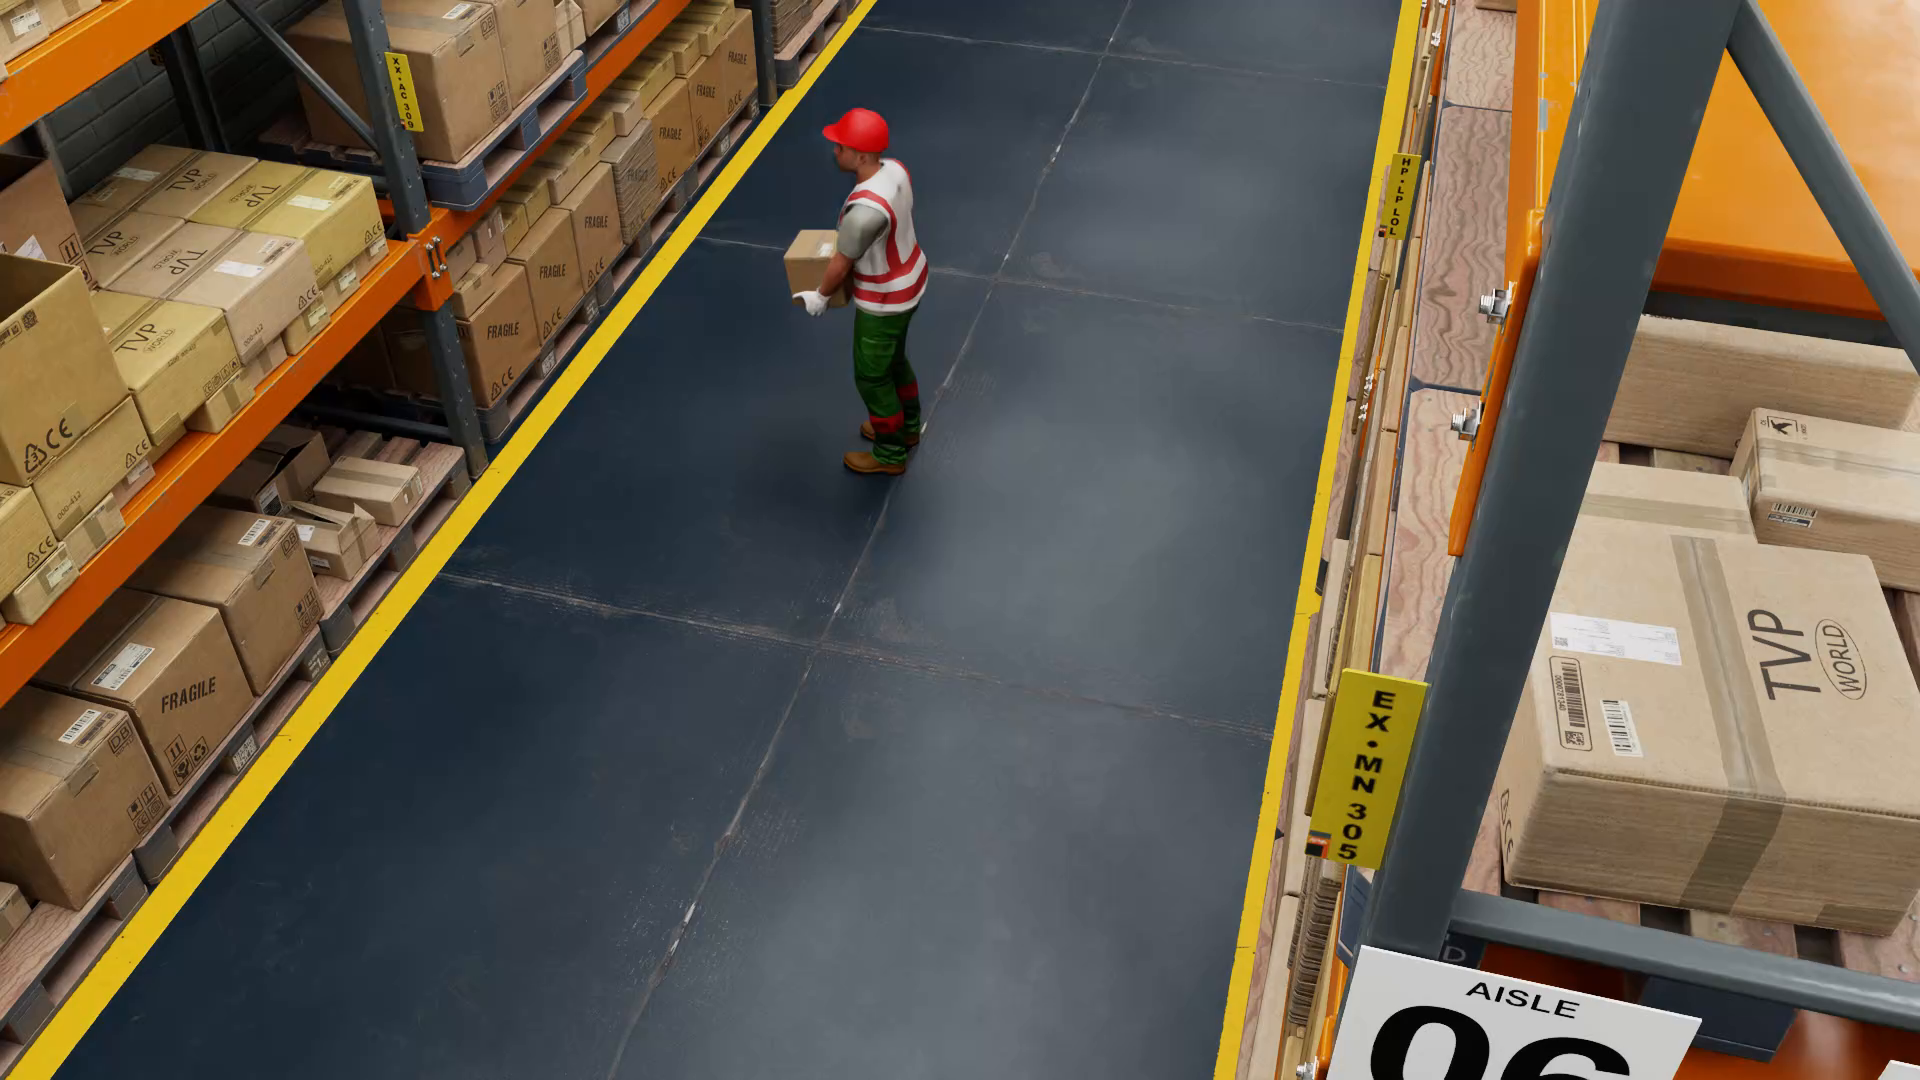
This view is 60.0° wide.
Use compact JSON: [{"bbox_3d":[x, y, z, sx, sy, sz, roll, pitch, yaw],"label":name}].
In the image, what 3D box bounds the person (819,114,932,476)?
[{"bbox_3d":[-0.359,-1.074,7.397,0.452,1.779,0.618,8,41,9],"label":"person"}]
